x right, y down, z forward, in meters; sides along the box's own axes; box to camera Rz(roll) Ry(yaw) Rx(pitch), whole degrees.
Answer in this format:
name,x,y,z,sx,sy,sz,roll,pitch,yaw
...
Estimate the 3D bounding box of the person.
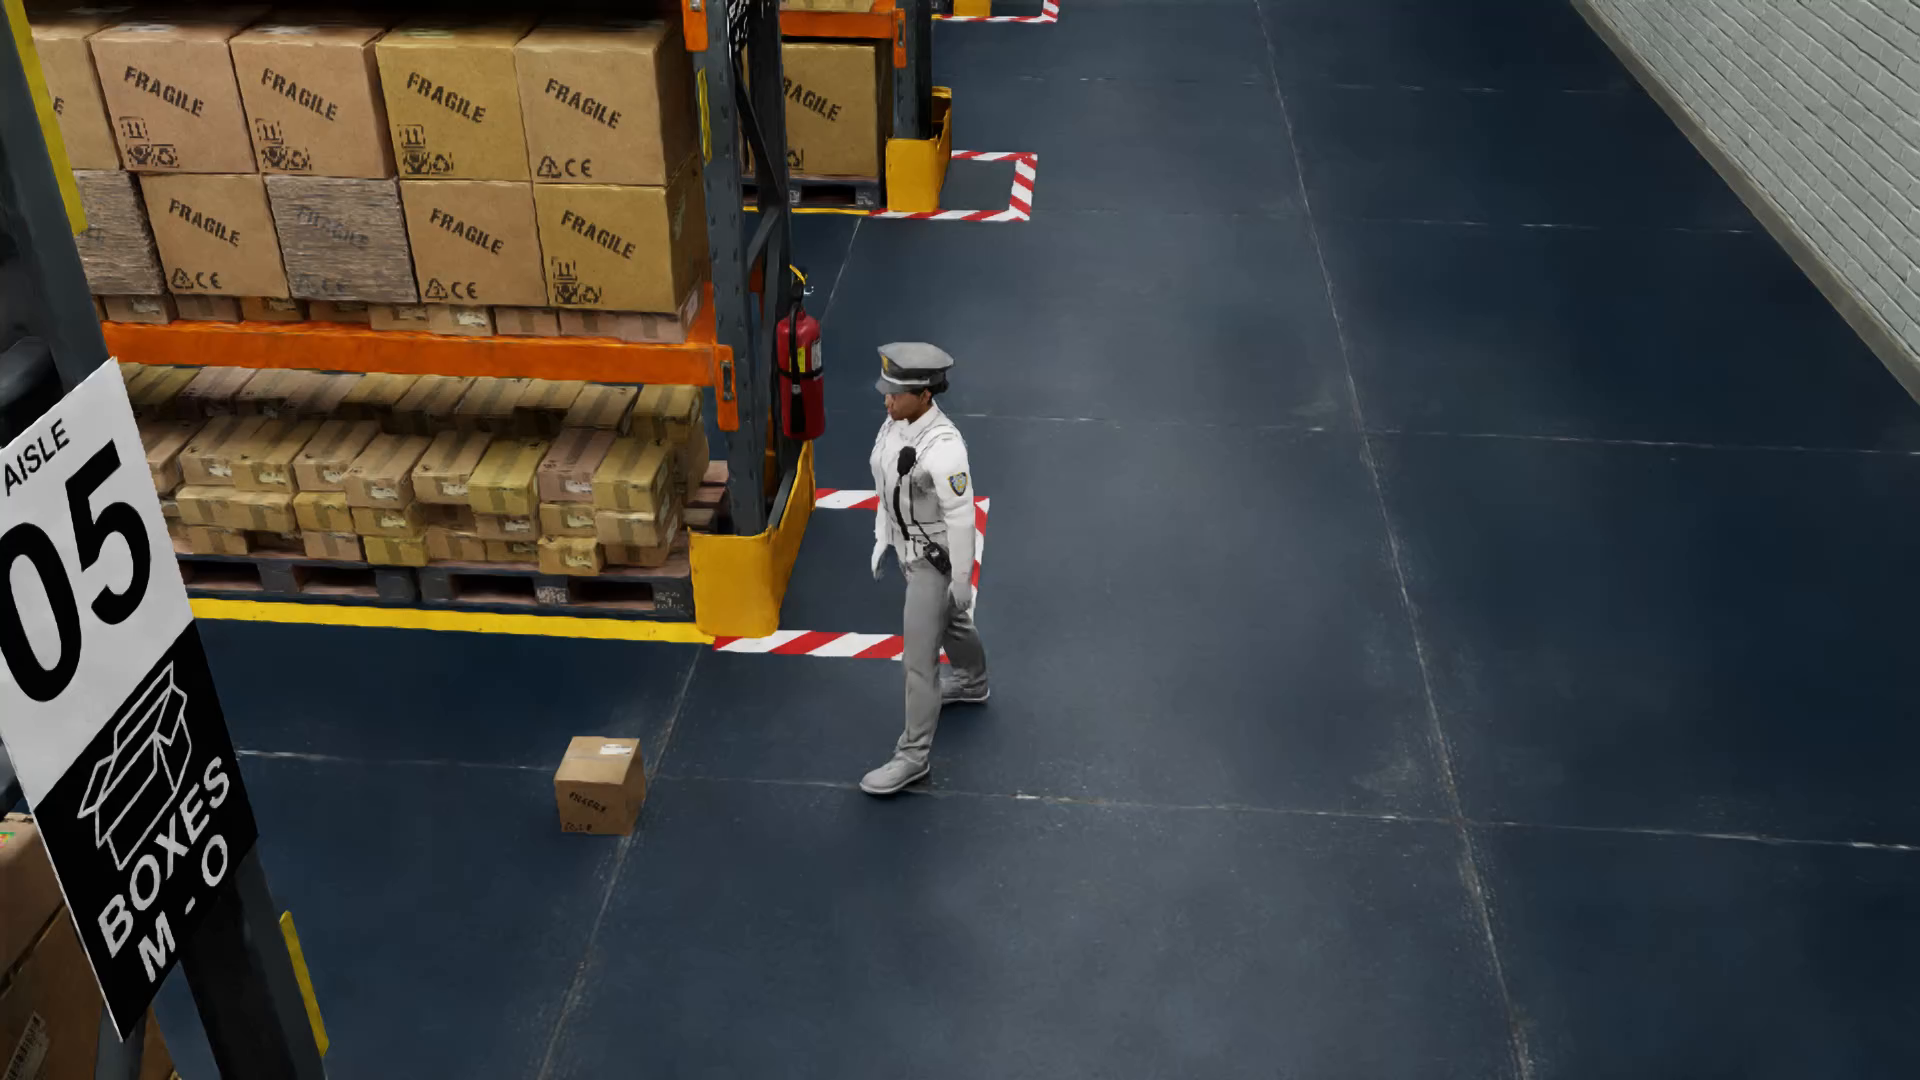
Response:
name,x,y,z,sx,sy,sz,roll,pitch,yaw
person,-0.140,0.067,6.008,0.666,1.642,0.567,-12,34,-18
